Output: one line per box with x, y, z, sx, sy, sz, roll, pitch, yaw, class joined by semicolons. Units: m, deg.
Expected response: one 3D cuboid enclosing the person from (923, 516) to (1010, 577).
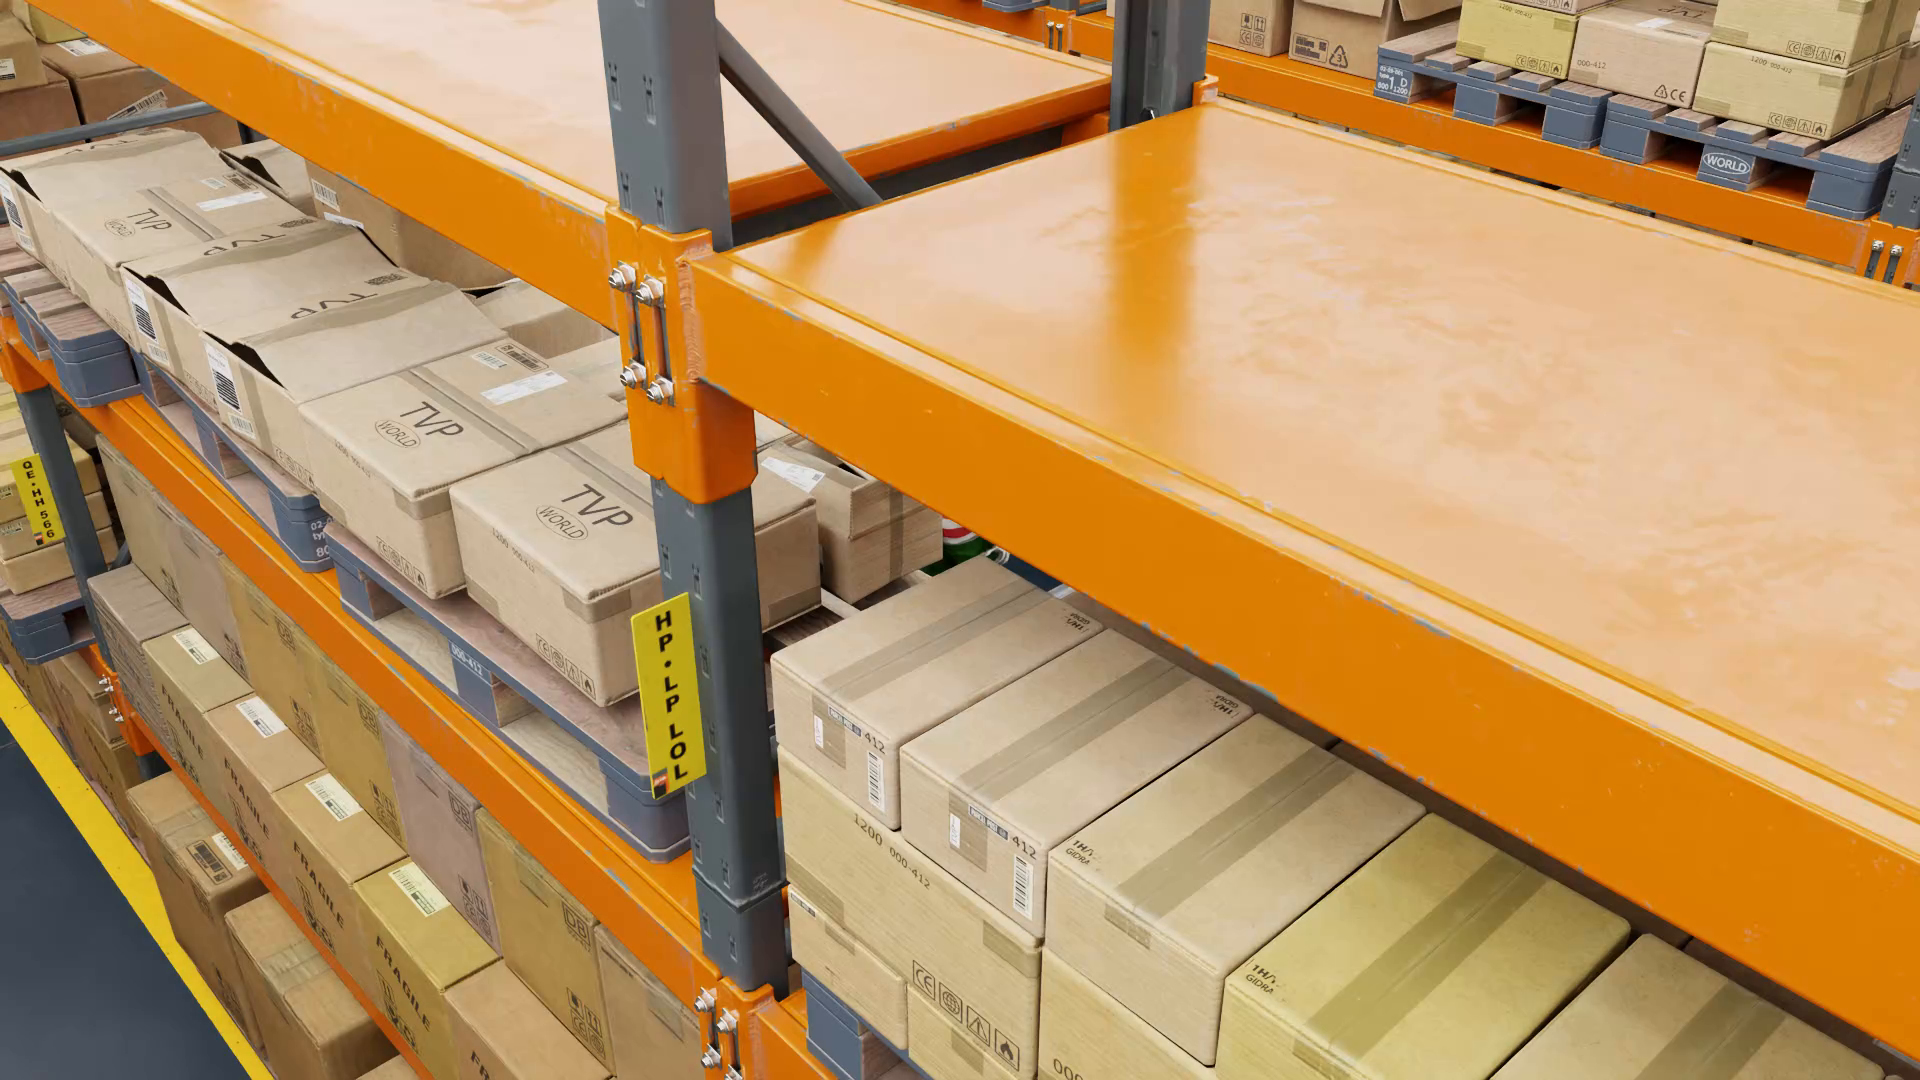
0.030;-0.108;7.770;0.565;1.787;0.638;-26;40;-35;person
